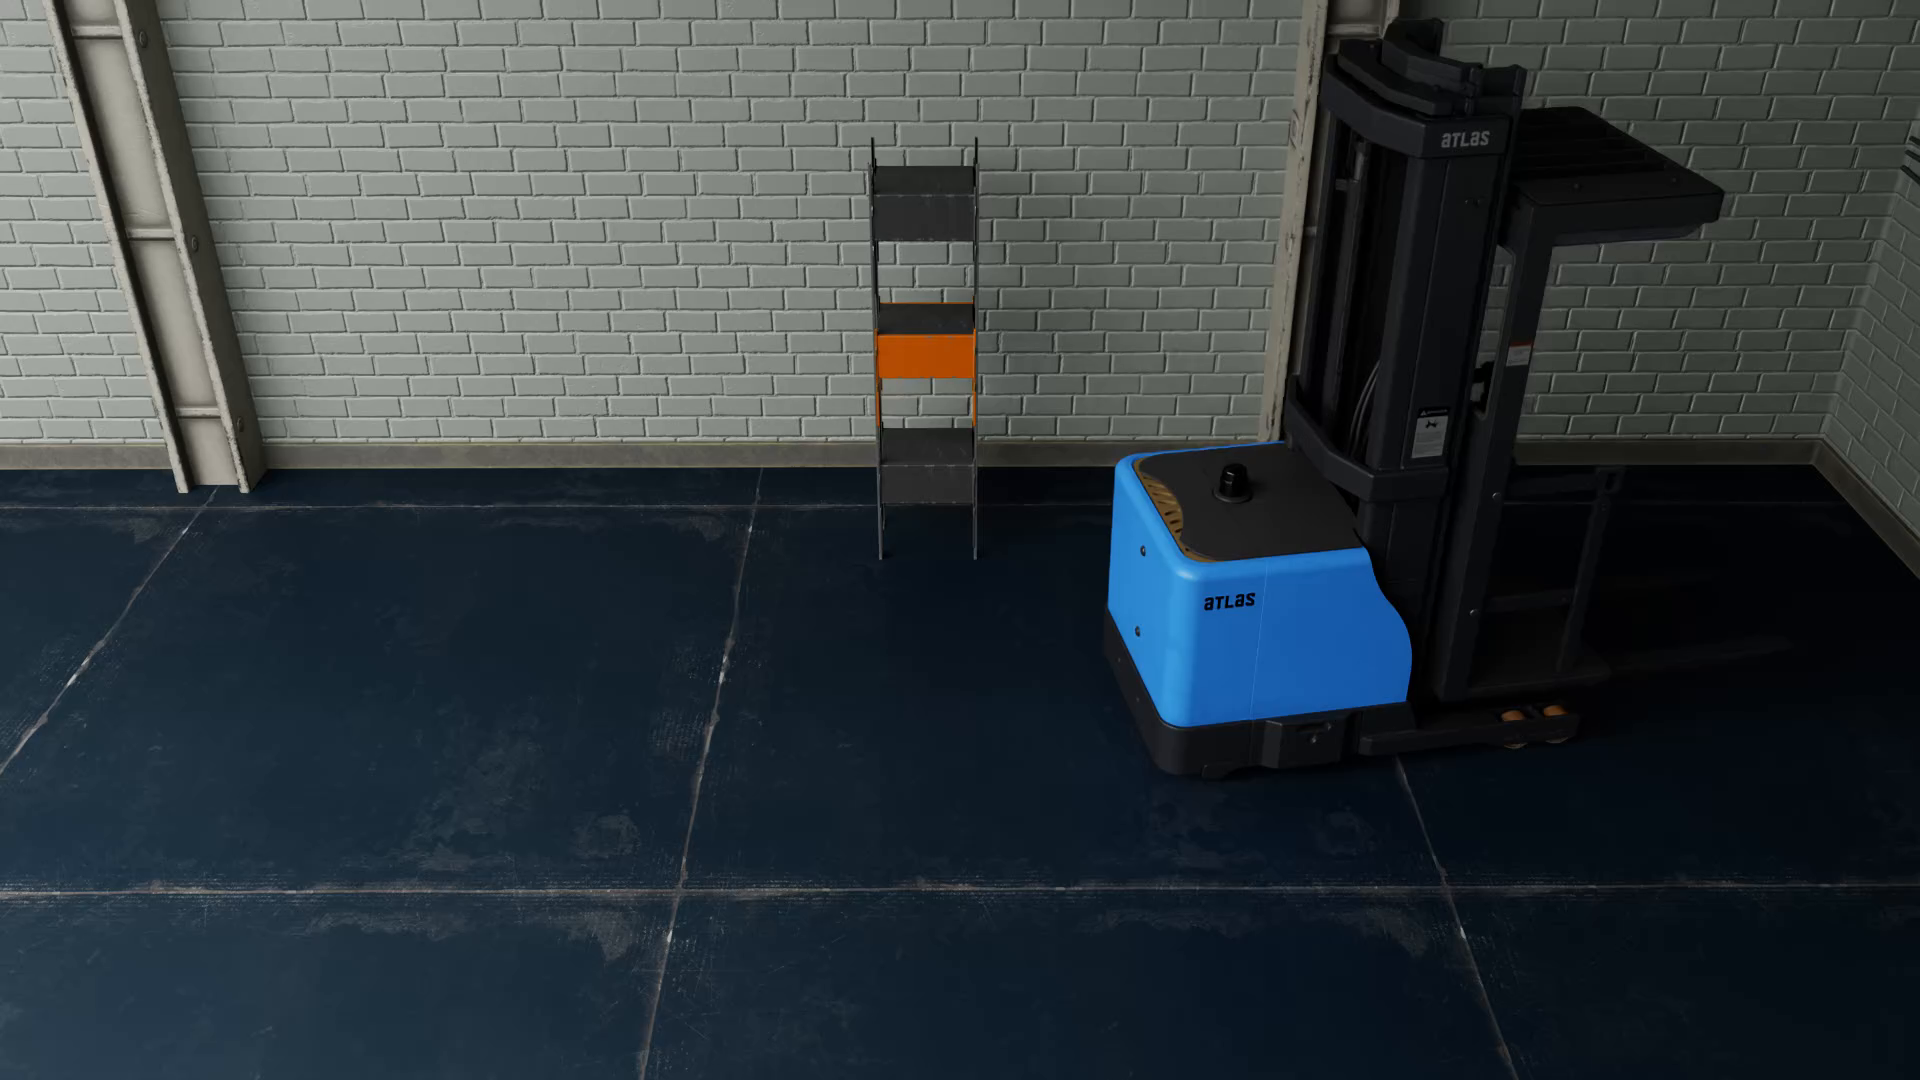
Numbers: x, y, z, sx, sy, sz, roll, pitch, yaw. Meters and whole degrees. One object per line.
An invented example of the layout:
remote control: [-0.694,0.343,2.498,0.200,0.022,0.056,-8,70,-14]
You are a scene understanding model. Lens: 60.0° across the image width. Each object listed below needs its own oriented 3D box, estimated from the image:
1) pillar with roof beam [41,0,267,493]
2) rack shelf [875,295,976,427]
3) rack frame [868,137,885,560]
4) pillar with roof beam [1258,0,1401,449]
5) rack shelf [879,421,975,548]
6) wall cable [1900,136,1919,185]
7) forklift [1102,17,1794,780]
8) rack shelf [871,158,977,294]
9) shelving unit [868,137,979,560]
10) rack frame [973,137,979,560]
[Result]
pillar with roof beam: [-4.093,-1.956,3.298,0.400,9.000,9.100,0,31,0]
rack shelf: [-0.166,-0.885,8.212,0.480,0.518,0.431,0,31,0]
rack frame: [-0.410,-0.896,8.203,0.015,2.100,0.400,0,31,0]
pillar with roof beam: [1.907,-1.974,3.329,0.400,9.000,9.100,0,31,0]
rack shelf: [-0.166,-0.287,8.575,0.480,0.518,0.431,0,31,0]
wall cable: [4.835,-2.203,6.700,0.112,2.526,3.097,0,31,0]
forklift: [2.234,-0.608,6.927,3.031,2.935,1.130,-6,32,-9]
rack shelf: [-0.166,-1.484,7.848,0.480,0.518,0.431,0,31,0]
shelving unit: [-0.166,-0.897,8.204,0.503,2.100,0.431,0,31,0]
rack frame: [0.078,-0.898,8.206,0.015,2.100,0.400,0,31,0]
